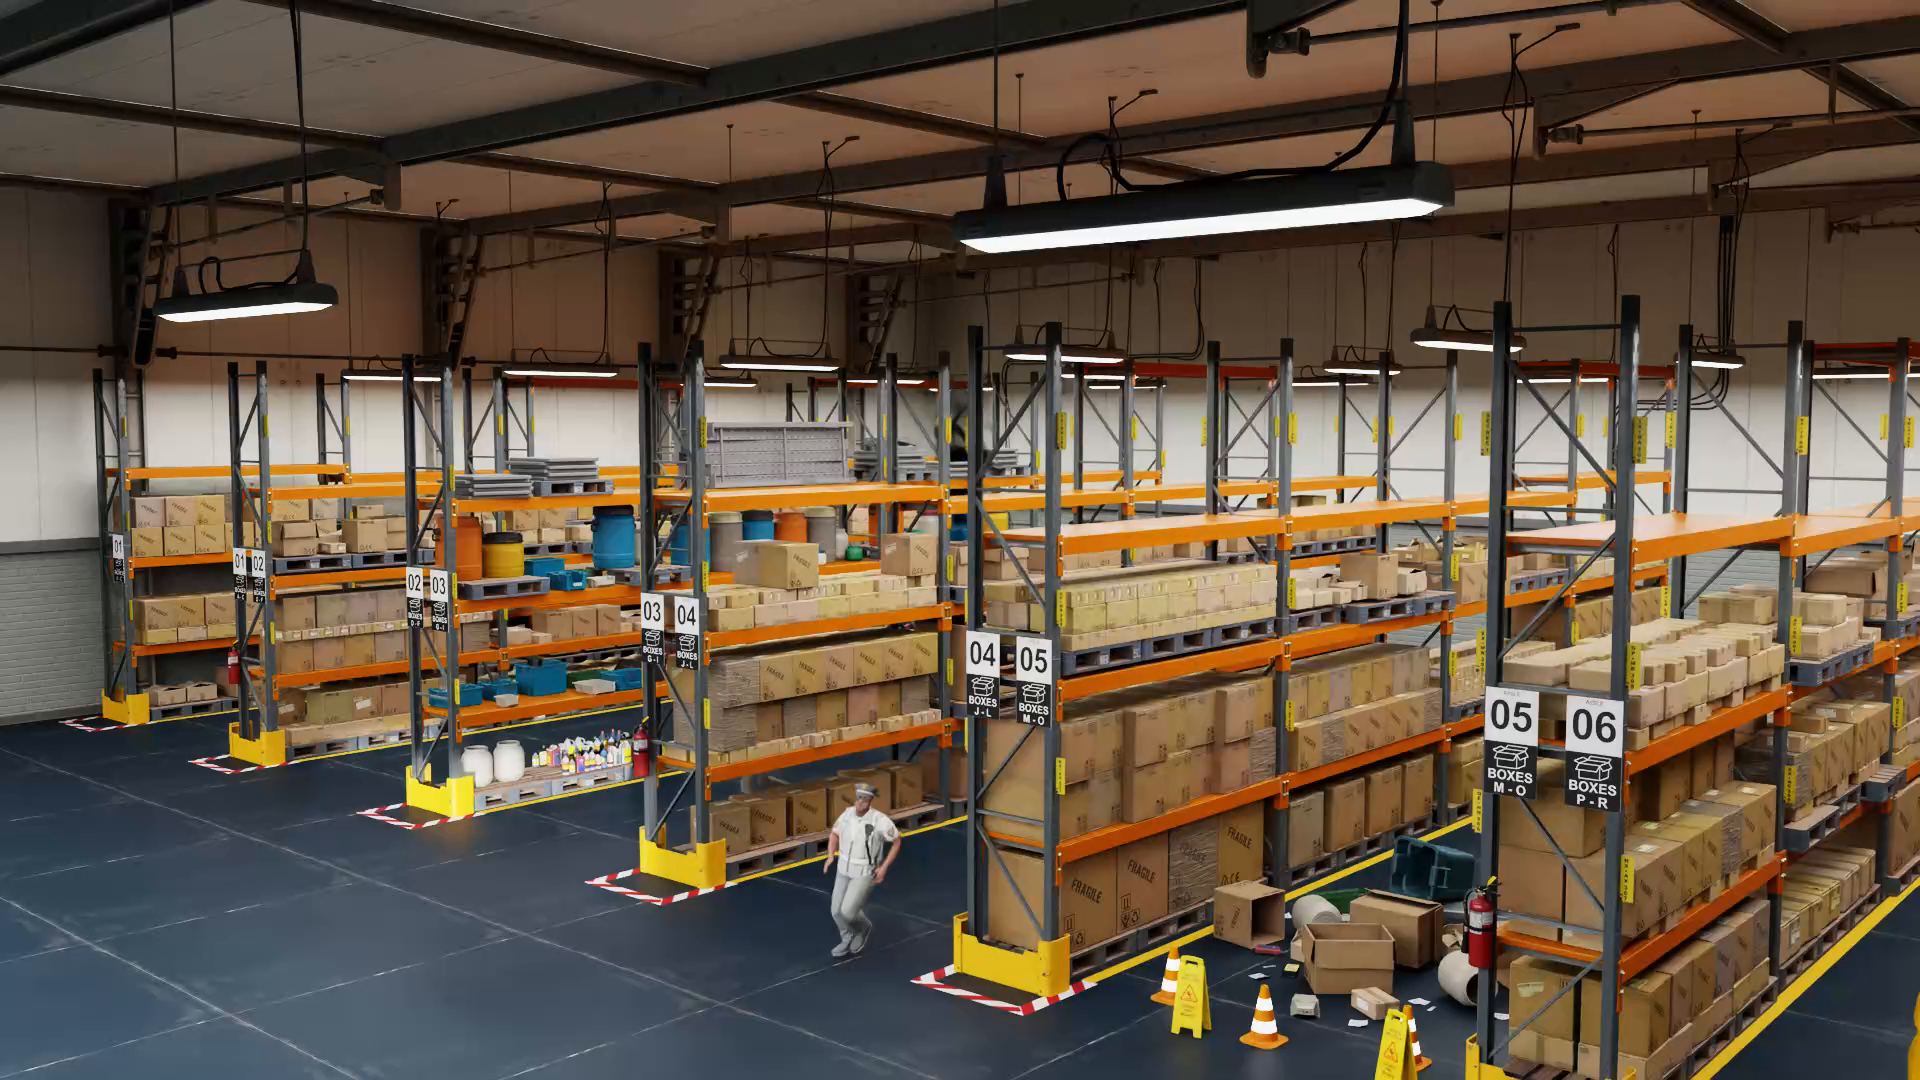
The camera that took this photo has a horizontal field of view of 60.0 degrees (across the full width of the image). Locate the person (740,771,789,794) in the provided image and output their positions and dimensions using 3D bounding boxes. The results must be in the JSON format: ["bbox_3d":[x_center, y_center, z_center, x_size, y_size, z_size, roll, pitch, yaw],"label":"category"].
[{"bbox_3d":[-2.593,2.745,21.582,0.579,1.703,0.856,4,6,40],"label":"person"}]

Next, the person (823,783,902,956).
[{"bbox_3d":[-0.972,3.152,15.817,0.719,1.729,0.549,3,5,31],"label":"person"}]

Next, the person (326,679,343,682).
[{"bbox_3d":[-10.299,2.336,27.552,0.565,1.631,0.605,3,5,36],"label":"person"}]
